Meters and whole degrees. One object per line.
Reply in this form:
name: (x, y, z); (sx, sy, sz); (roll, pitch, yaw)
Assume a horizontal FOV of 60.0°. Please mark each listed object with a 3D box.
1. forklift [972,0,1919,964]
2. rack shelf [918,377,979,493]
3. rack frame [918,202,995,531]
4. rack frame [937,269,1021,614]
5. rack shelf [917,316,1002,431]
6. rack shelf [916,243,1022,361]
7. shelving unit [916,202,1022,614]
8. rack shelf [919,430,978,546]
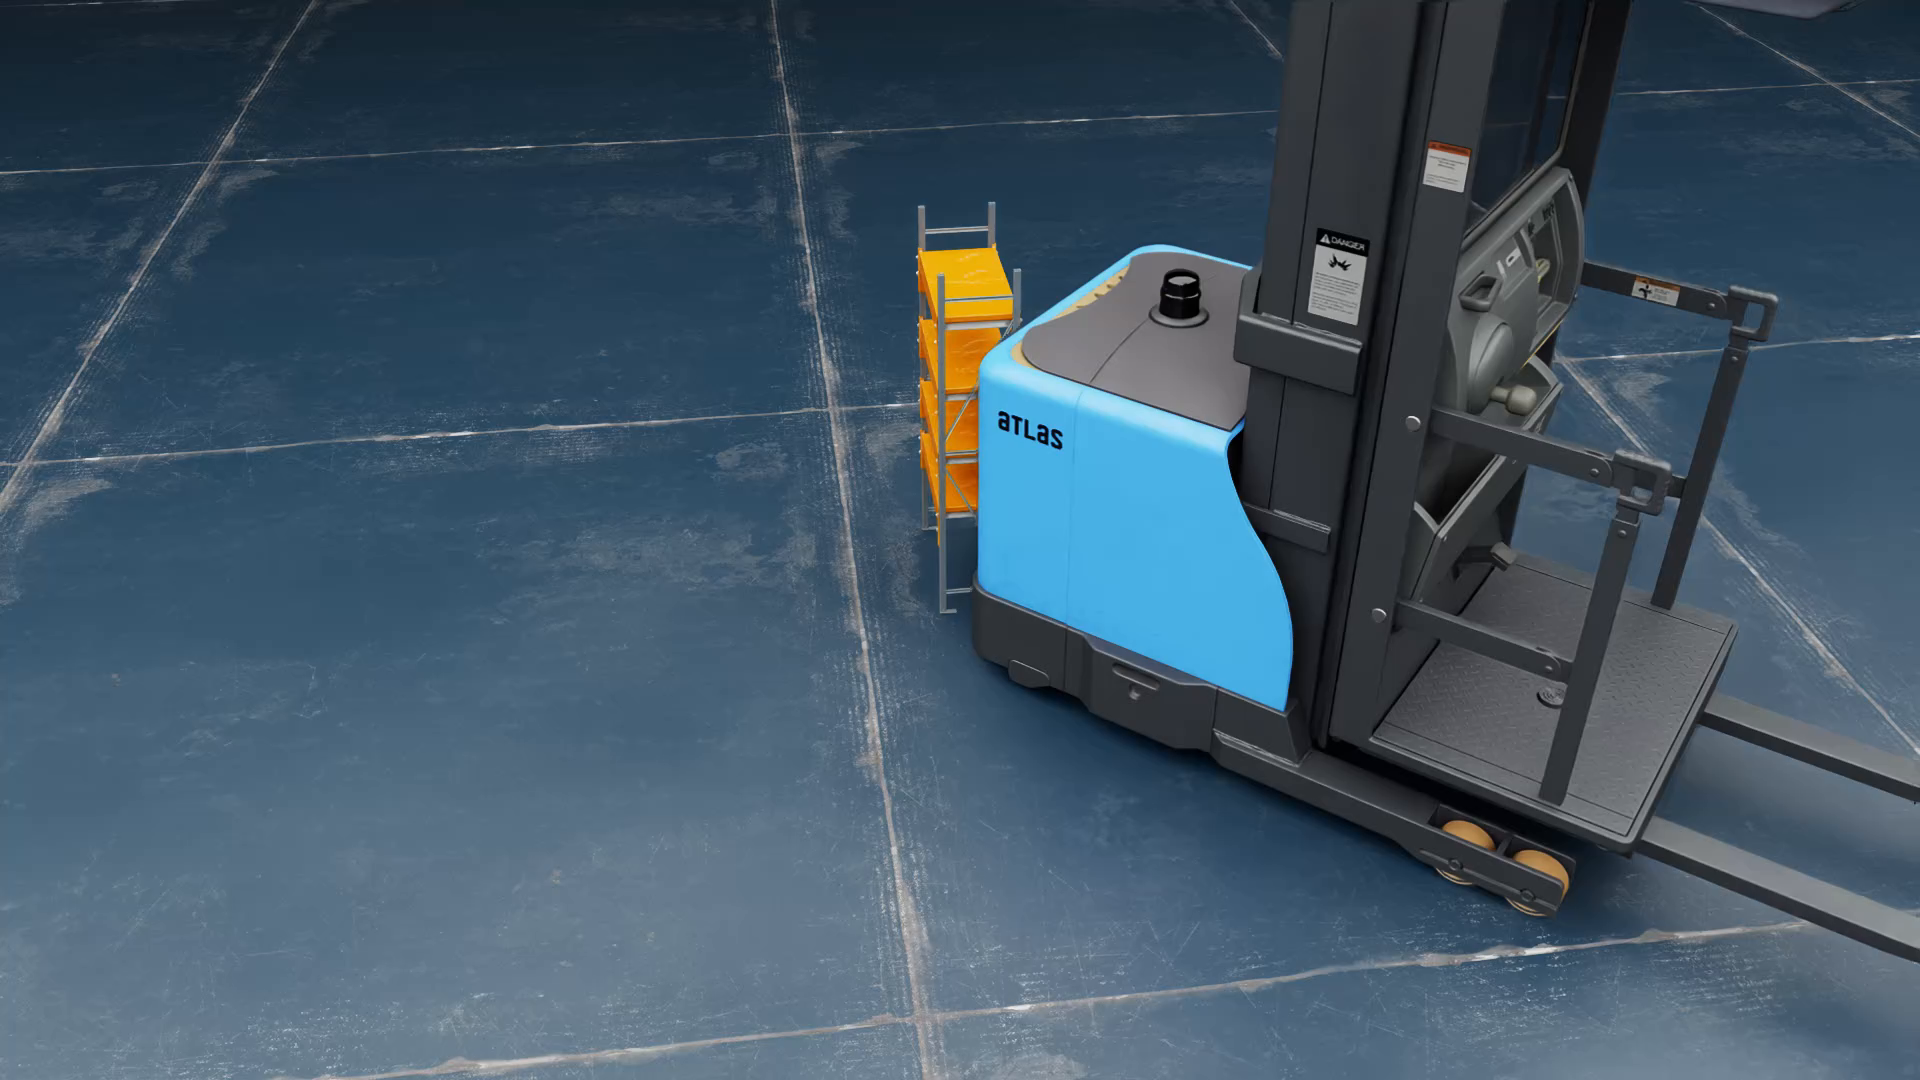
forklift: (1.541, -0.580, 3.998); (3.031, 2.935, 1.130); (21, 40, 28)
rack shelf: (0.022, -0.348, 5.315); (0.258, 0.148, 0.480); (-4, 35, -6)
rack frame: (-0.011, -0.540, 5.477); (0.240, 1.200, 0.015); (-4, 35, -6)
rack frame: (0.054, -0.267, 5.077); (0.240, 1.200, 0.015); (-4, 35, -6)
rack shelf: (0.022, -0.533, 5.189); (0.258, 0.148, 0.480); (-4, 35, -6)
rack shelf: (0.022, -0.728, 5.055); (0.258, 0.148, 0.480); (-4, 35, -6)
shelving unit: (0.022, -0.404, 5.277); (0.258, 1.200, 0.503); (-4, 35, -6)
rack shelf: (0.021, -0.184, 5.427); (0.258, 0.148, 0.480); (-4, 35, -6)
